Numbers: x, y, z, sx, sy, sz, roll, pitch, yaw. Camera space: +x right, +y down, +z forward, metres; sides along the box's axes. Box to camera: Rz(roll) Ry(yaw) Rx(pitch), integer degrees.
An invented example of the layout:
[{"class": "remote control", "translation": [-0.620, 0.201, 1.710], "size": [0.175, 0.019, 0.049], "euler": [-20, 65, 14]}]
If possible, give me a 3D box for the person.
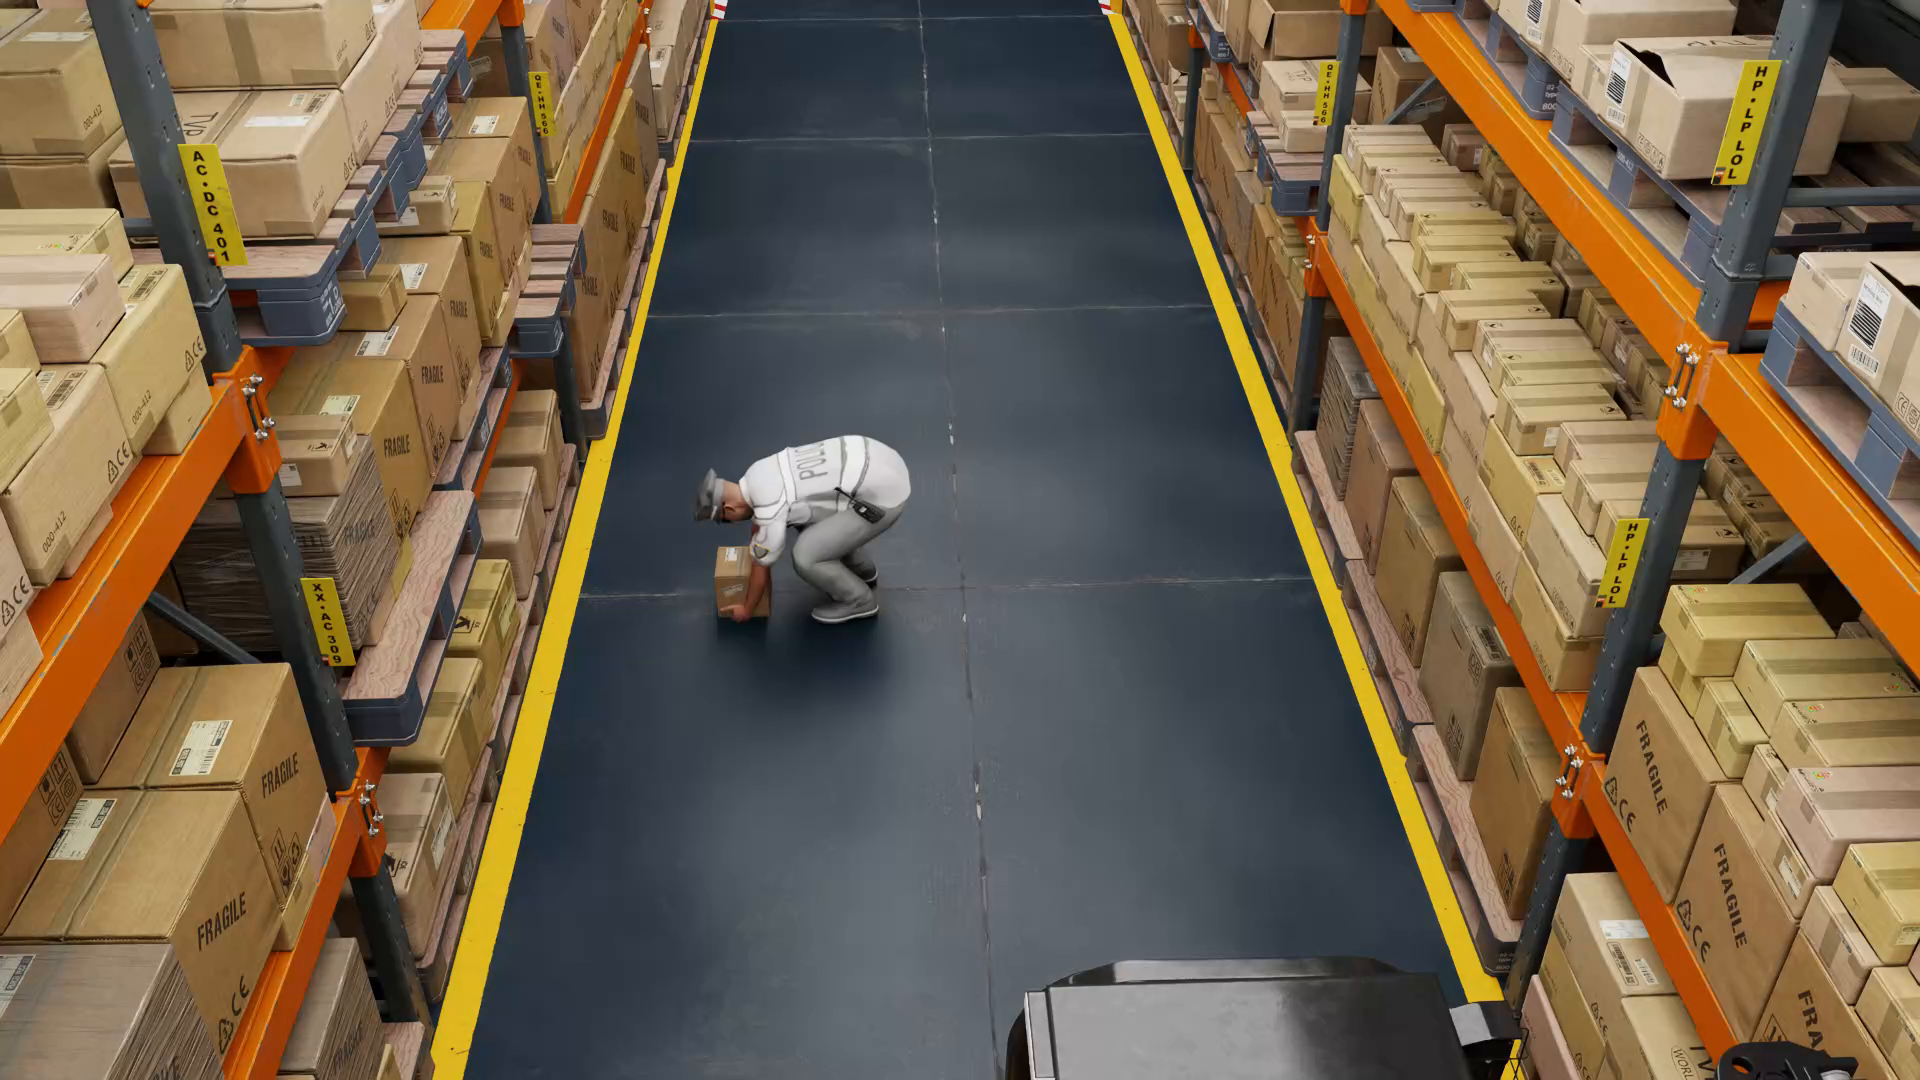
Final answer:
[{"class": "person", "translation": [-0.749, -0.052, 7.997], "size": [1.030, 0.890, 0.545], "euler": [-3, 35, -4]}]
